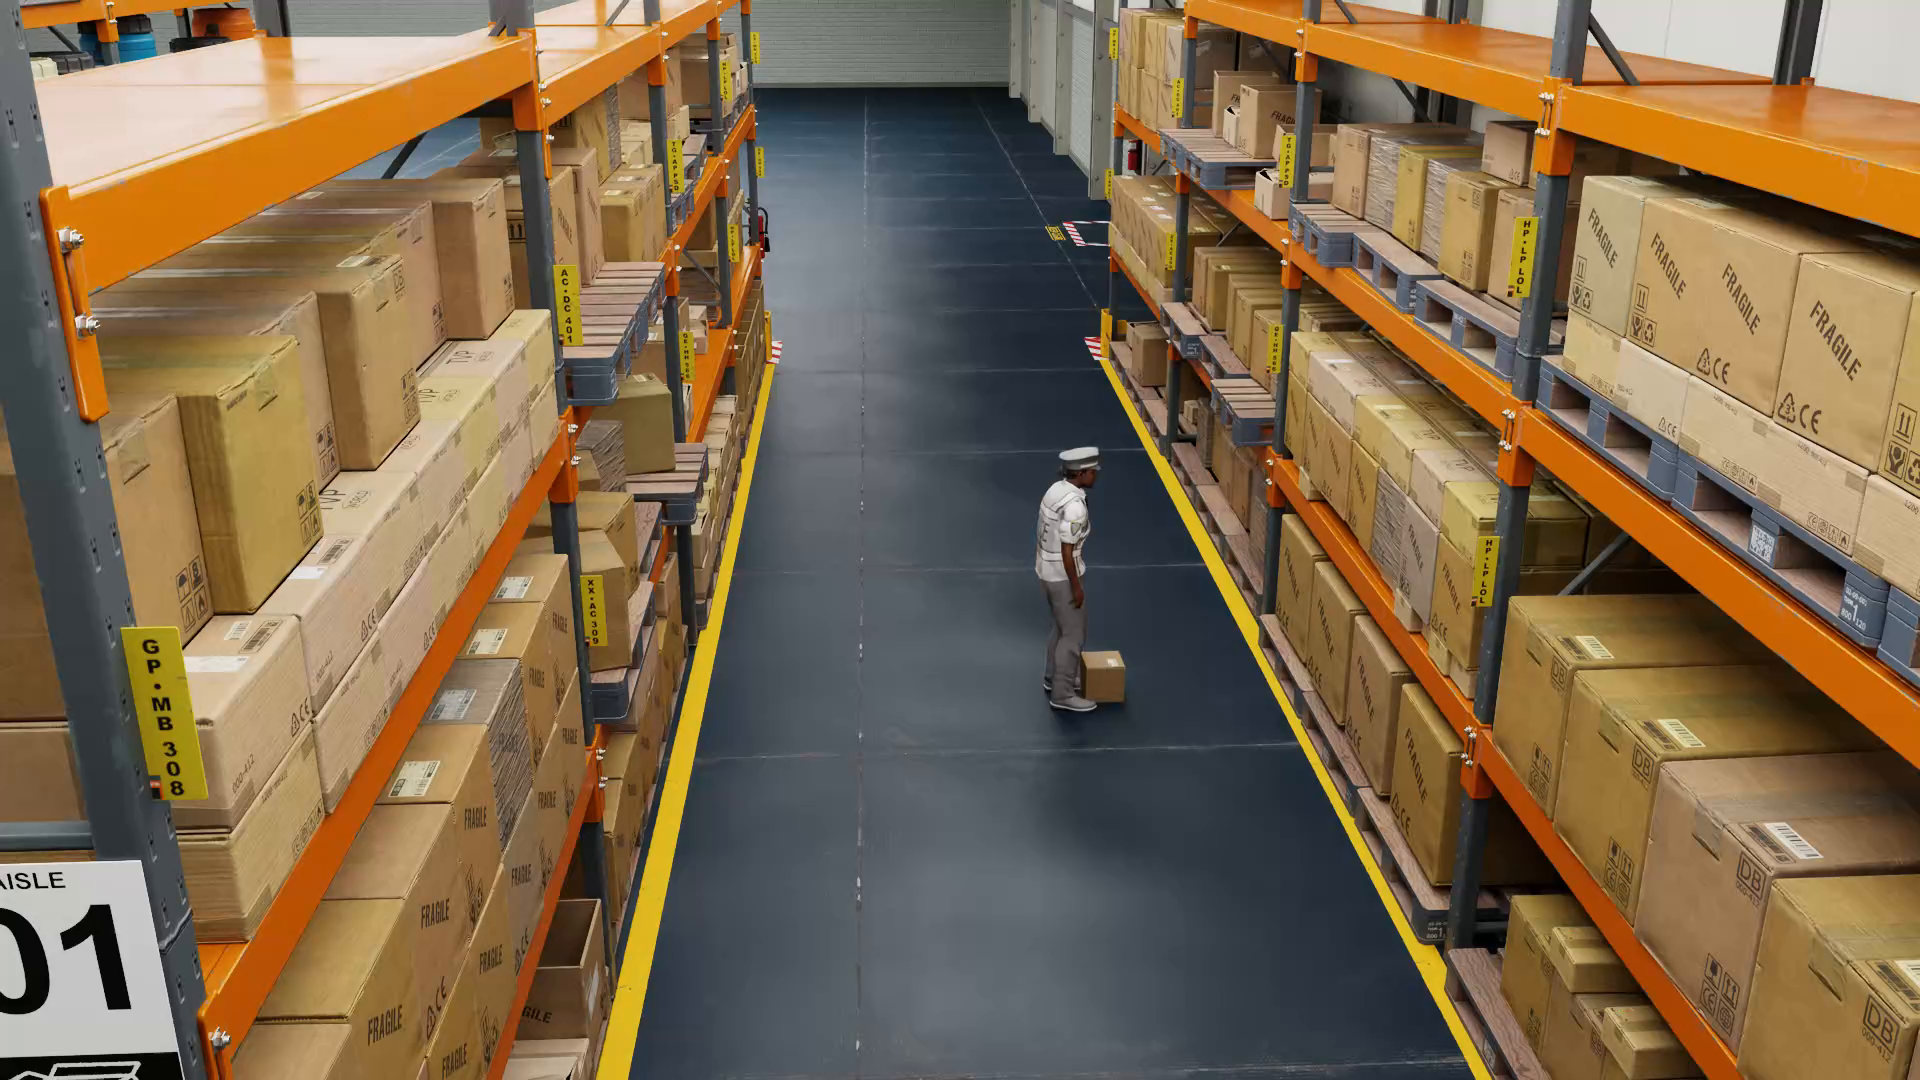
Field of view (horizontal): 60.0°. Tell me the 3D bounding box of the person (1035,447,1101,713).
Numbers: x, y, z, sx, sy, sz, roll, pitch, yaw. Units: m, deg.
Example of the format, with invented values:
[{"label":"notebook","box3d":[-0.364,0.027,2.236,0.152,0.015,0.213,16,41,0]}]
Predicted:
[{"label":"person","box3d":[0.680,0.233,10.458,0.395,1.658,0.524,-2,21,-6]}]
